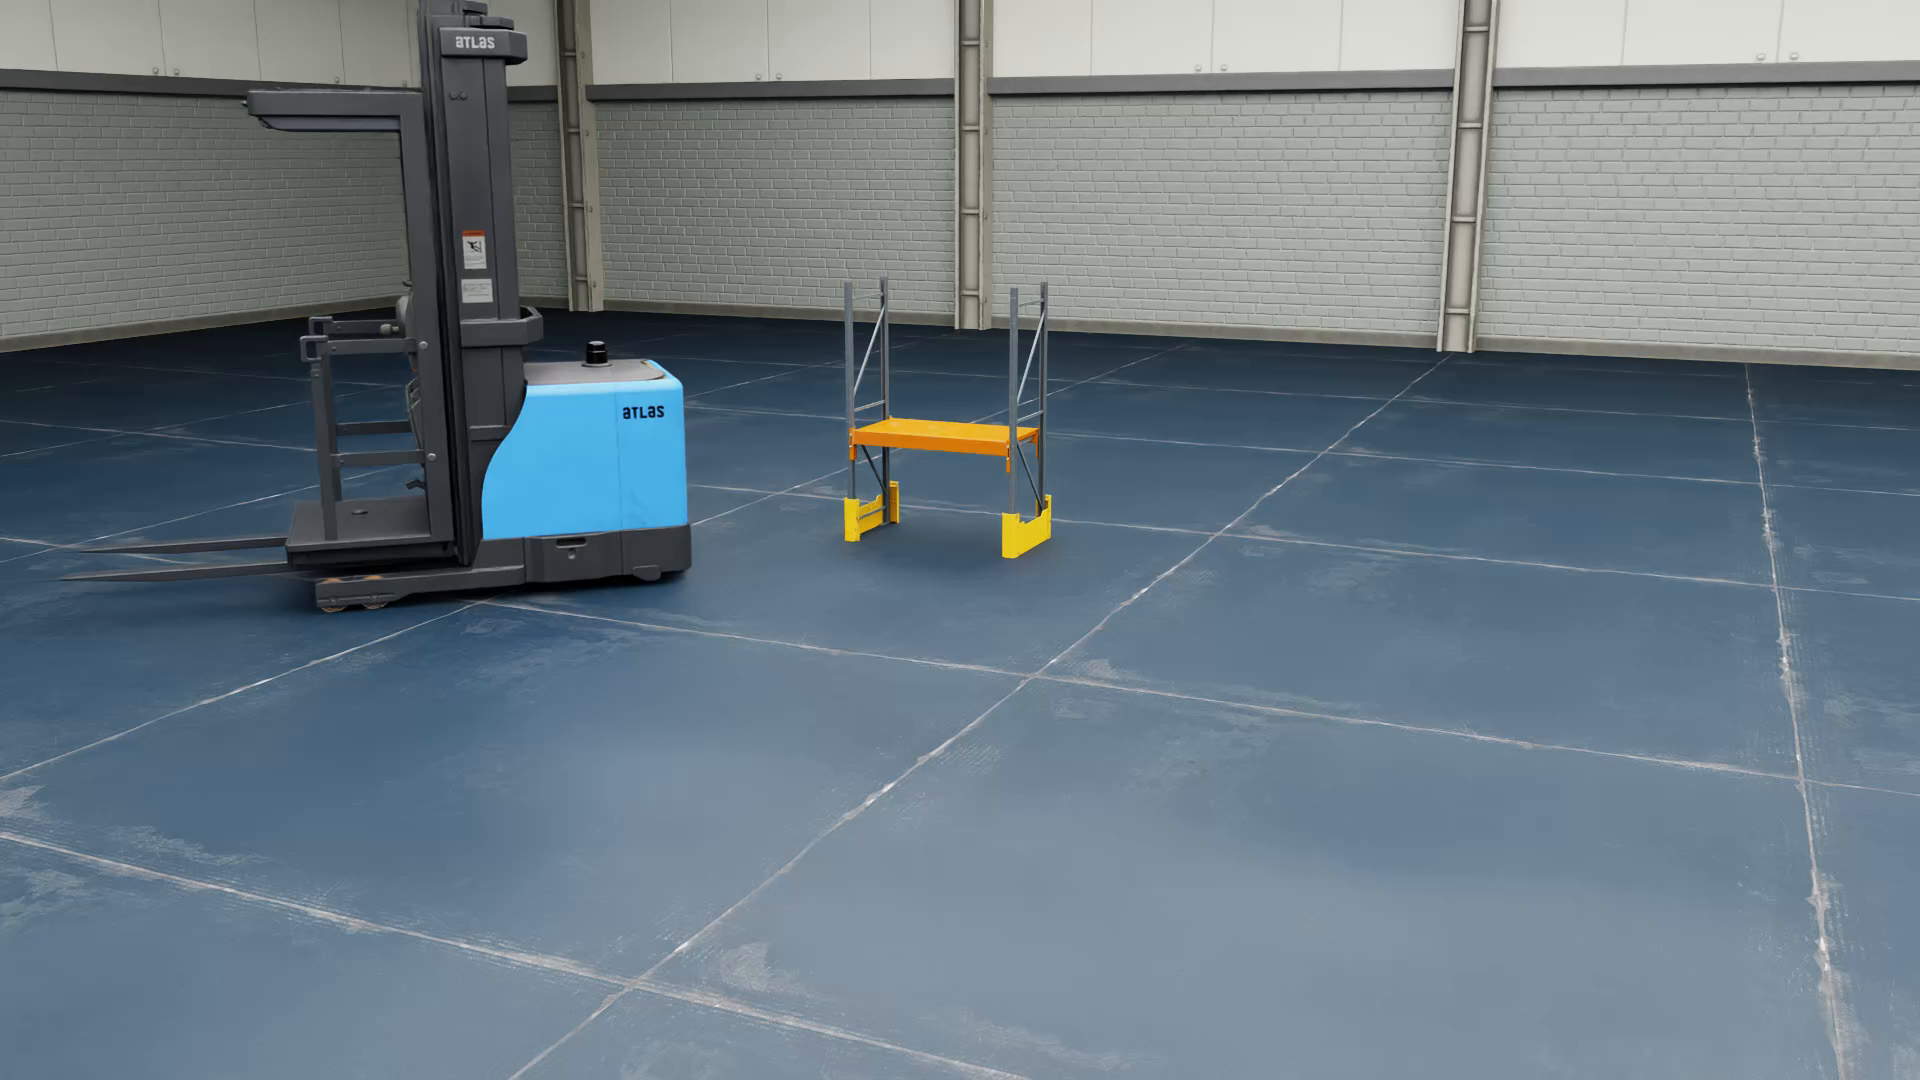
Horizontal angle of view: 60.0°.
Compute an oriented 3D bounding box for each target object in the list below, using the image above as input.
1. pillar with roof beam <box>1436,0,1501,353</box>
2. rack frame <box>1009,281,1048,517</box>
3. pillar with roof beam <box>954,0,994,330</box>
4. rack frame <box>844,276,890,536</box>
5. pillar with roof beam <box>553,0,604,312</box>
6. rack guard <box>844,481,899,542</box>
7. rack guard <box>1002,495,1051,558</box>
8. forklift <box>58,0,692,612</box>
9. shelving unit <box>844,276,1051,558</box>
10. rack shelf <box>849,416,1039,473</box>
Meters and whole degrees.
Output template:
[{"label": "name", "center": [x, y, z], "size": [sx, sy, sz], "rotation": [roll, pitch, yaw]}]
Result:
[{"label": "pillar with roof beam", "center": [3.913, -5.642, 14.100], "size": [0.400, 9.000, 9.100], "rotation": [6, 14, 23]}, {"label": "rack frame", "center": [0.387, -0.691, 9.417], "size": [0.032, 1.500, 0.500], "rotation": [6, 14, 23]}, {"label": "pillar with roof beam", "center": [-1.573, -6.197, 16.466], "size": [0.400, 9.000, 9.100], "rotation": [6, 14, 23]}, {"label": "rack frame", "center": [-0.543, -0.785, 9.818], "size": [0.032, 1.500, 0.500], "rotation": [6, 14, 23]}, {"label": "pillar with roof beam", "center": [-7.058, -6.752, 18.832], "size": [0.400, 9.000, 9.100], "rotation": [6, 14, 23]}, {"label": "rack guard", "center": [-0.525, -0.175, 9.953], "size": [0.087, 0.250, 0.587], "rotation": [6, 14, 23]}, {"label": "rack guard", "center": [0.386, -0.083, 9.560], "size": [0.087, 0.250, 0.587], "rotation": [6, 14, 23]}, {"label": "forklift", "center": [-3.001, -1.204, 8.470], "size": [3.031, 2.935, 1.130], "rotation": [-4, 14, -18]}, {"label": "shelving unit", "center": [-0.070, -0.737, 9.614], "size": [1.083, 1.500, 0.587], "rotation": [6, 14, 23]}, {"label": "rack shelf", "center": [-0.078, -0.563, 9.658], "size": [1.000, 0.185, 0.538], "rotation": [6, 14, 23]}]
